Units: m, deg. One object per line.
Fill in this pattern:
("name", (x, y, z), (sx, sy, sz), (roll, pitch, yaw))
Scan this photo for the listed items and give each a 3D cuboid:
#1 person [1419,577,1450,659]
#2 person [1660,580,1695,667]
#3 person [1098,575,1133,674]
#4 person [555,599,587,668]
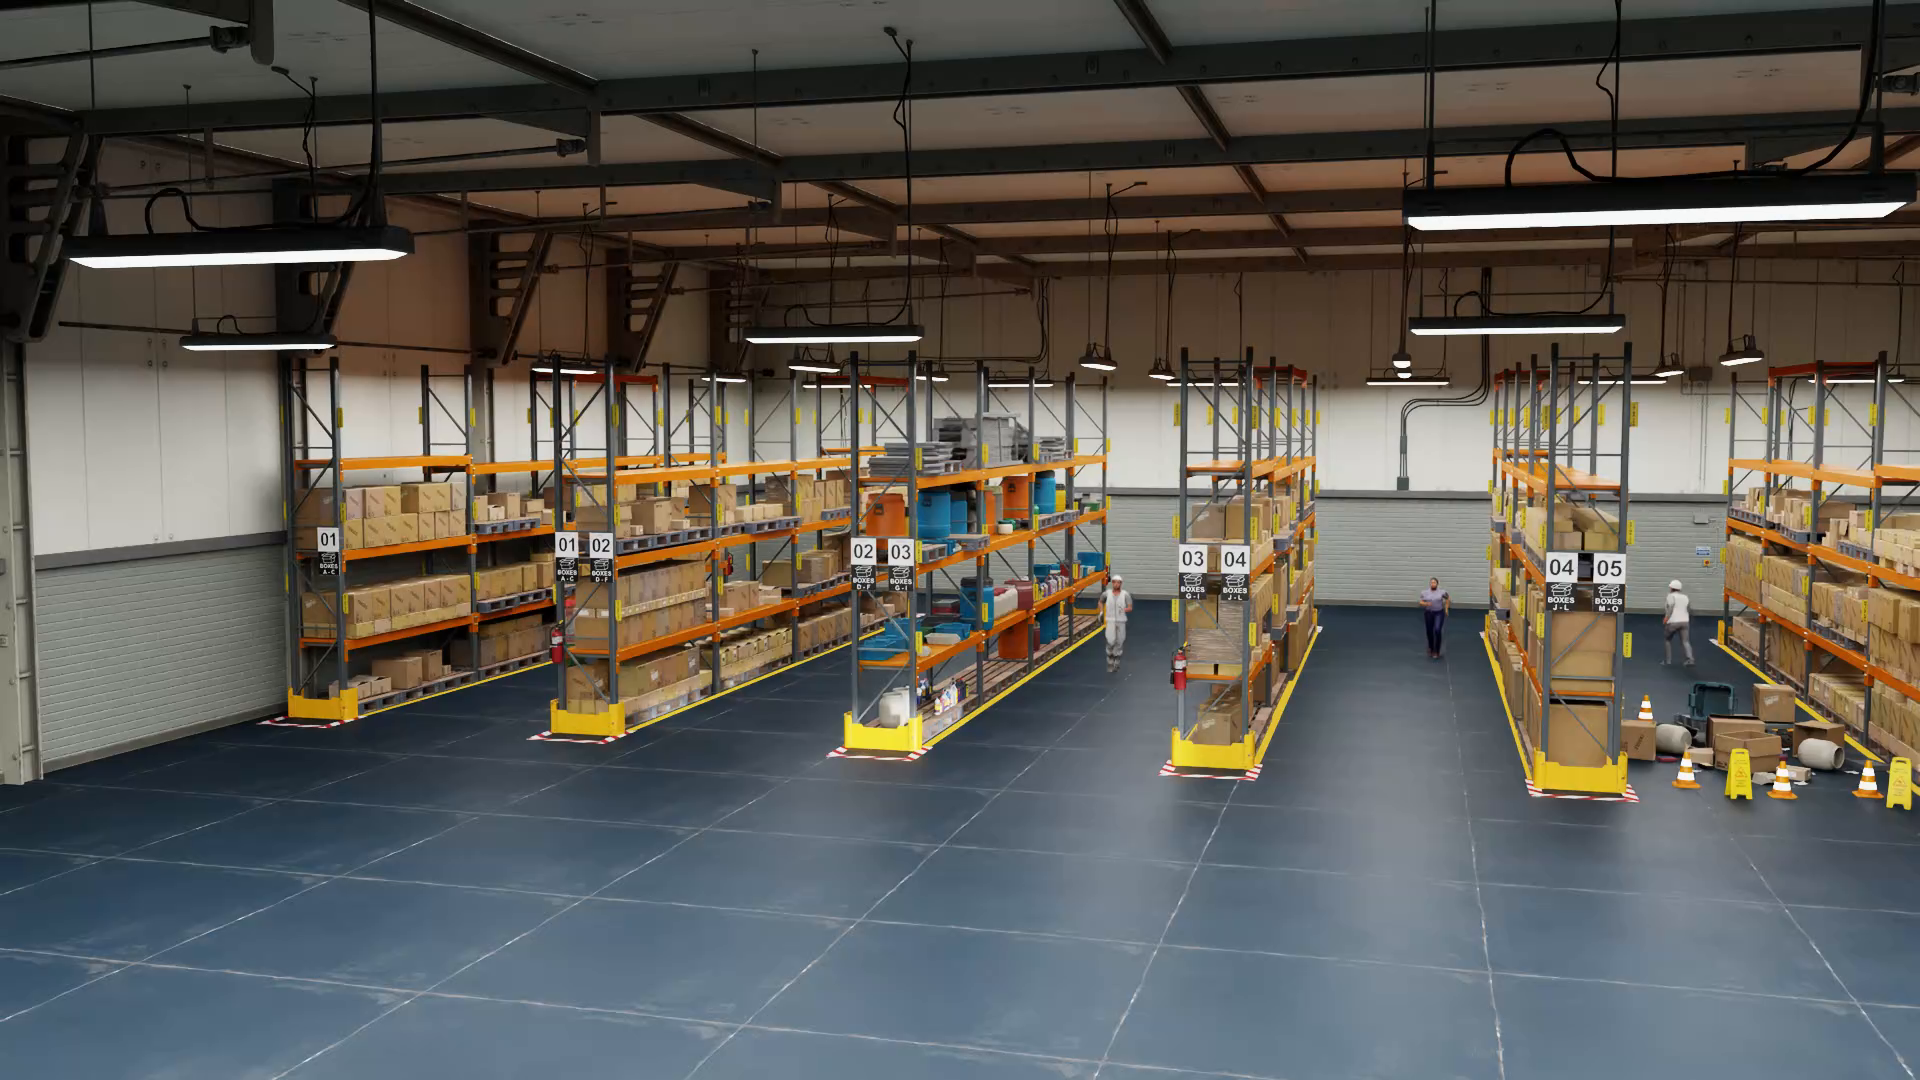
("person", (9.919, 1.627, 34.807), (0.586, 1.708, 0.841), (2, 5, 22))
("person", (14.358, 1.691, 33.243), (0.651, 1.746, 0.976), (0, 4, -5))
("person", (2.887, 1.569, 30.851), (0.635, 1.833, 0.690), (0, 4, 1))
("person", (-7.115, 1.920, 30.627), (0.653, 1.722, 0.894), (1, 4, 13))
